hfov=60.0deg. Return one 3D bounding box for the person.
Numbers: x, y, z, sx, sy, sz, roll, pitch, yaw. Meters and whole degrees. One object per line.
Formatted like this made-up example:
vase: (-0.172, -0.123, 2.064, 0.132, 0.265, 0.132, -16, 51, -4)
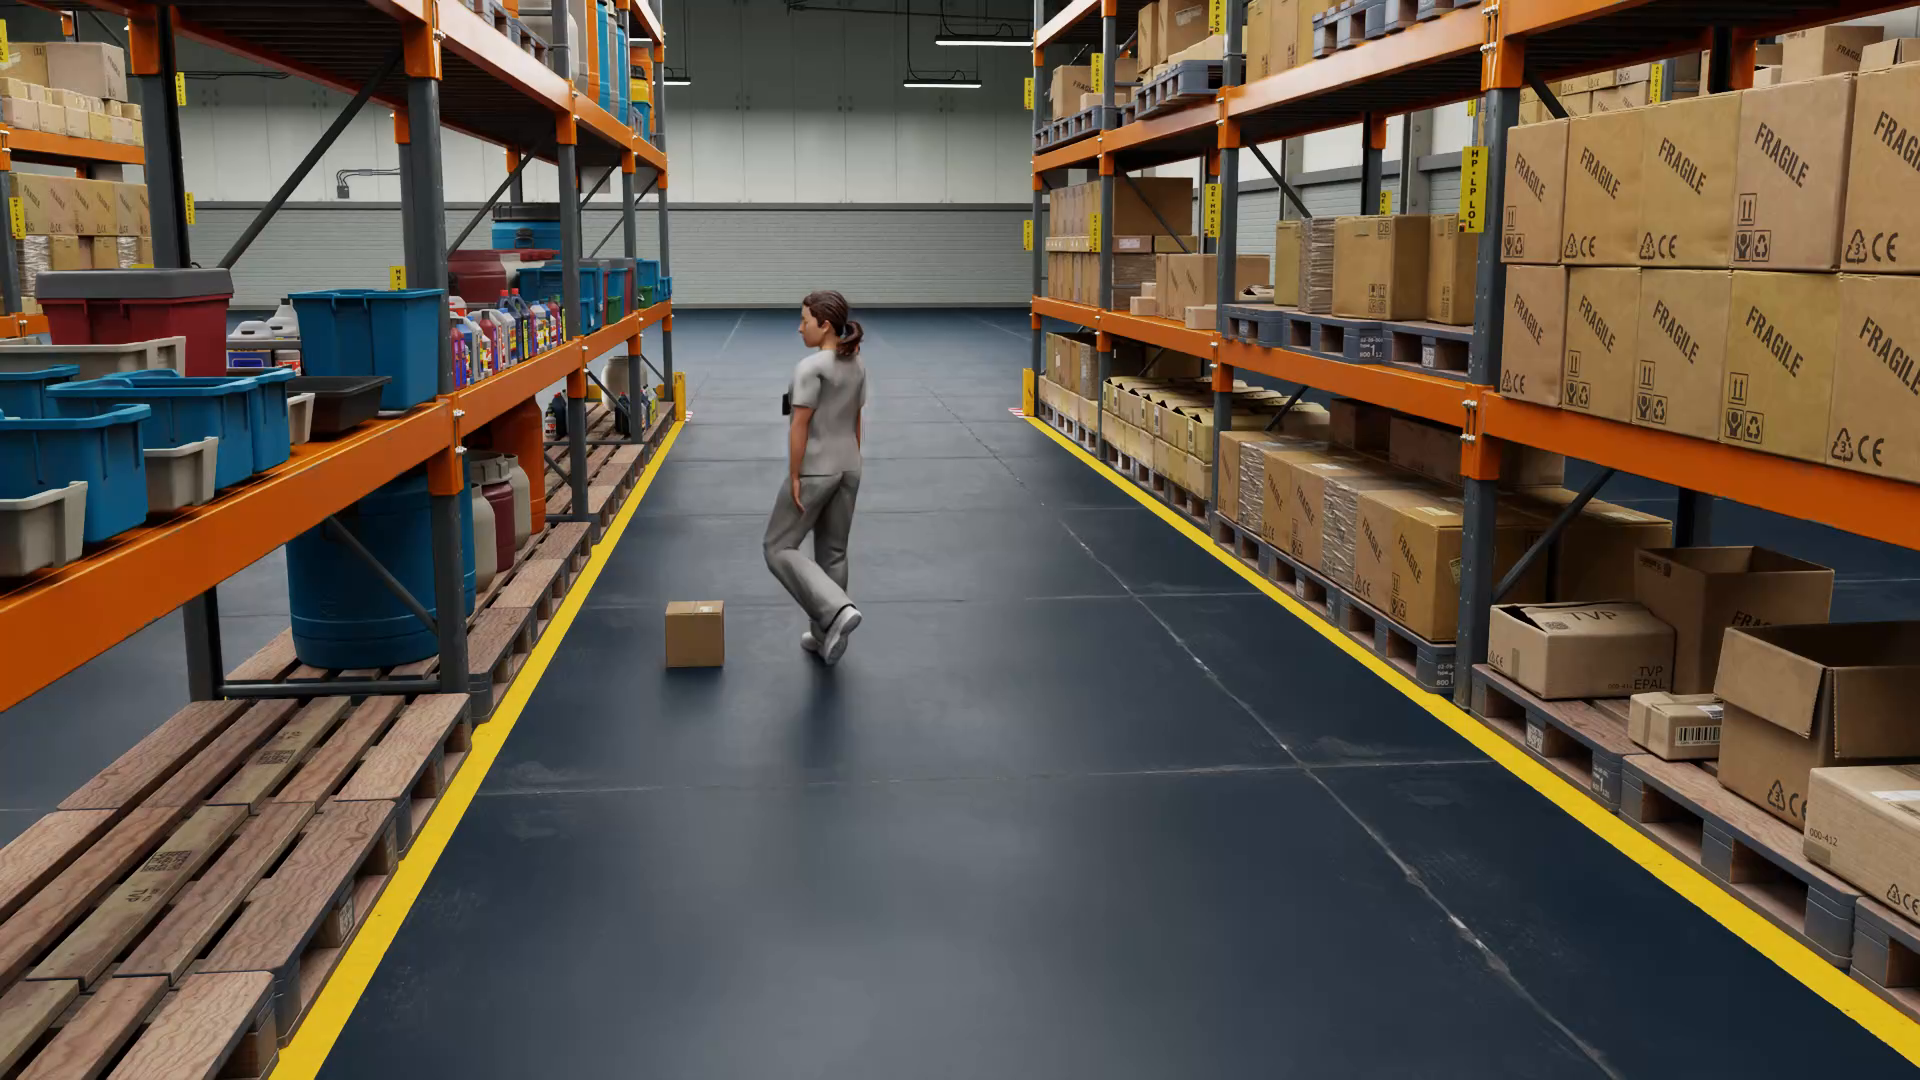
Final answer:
person: (-0.602, -0.274, 7.420, 0.614, 1.671, 0.491, 9, 13, 40)
